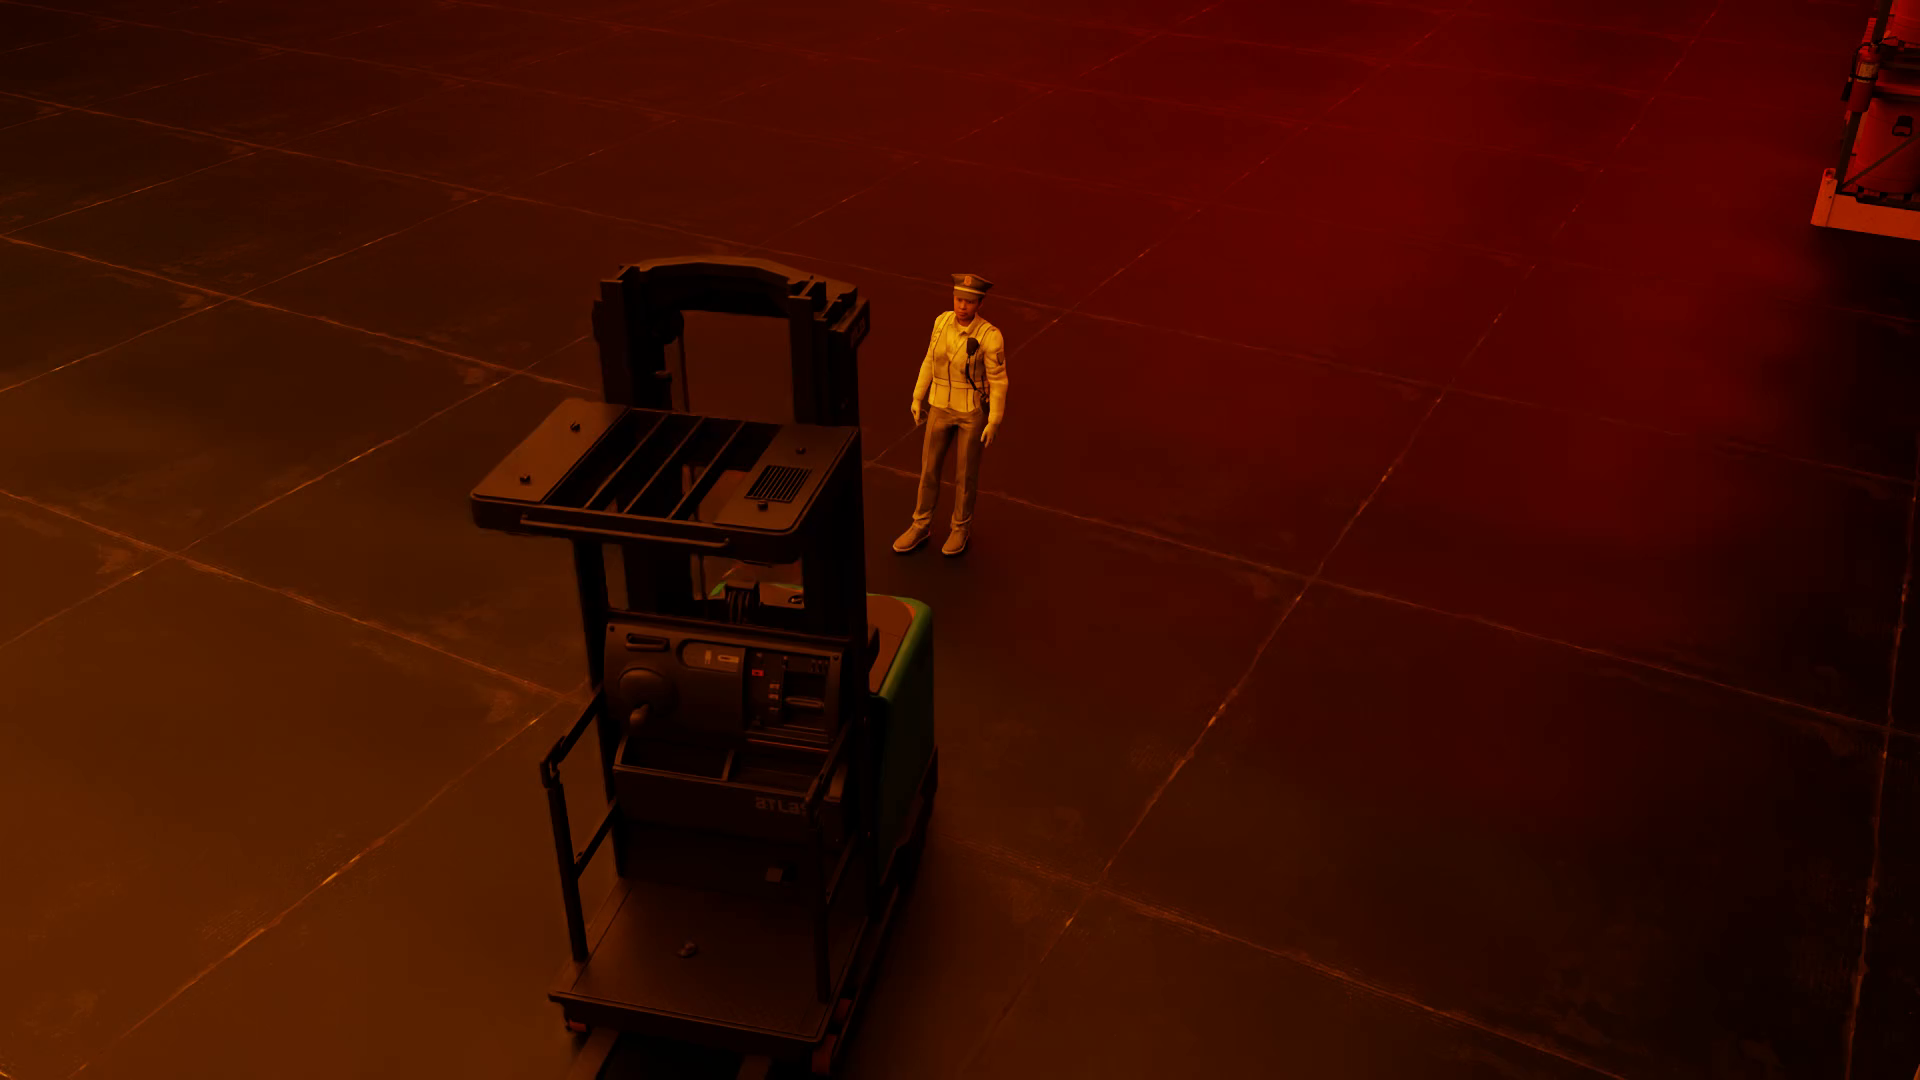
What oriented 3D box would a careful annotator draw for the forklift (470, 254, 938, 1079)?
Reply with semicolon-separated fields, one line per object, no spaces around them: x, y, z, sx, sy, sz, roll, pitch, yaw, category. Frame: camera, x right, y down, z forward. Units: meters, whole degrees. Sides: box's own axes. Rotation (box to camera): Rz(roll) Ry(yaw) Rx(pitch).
-0.936;0.590;6.048;1.130;2.935;3.031;7;31;11;forklift

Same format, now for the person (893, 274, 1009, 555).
-0.038;-0.712;9.528;0.588;1.696;0.533;15;33;25;person
